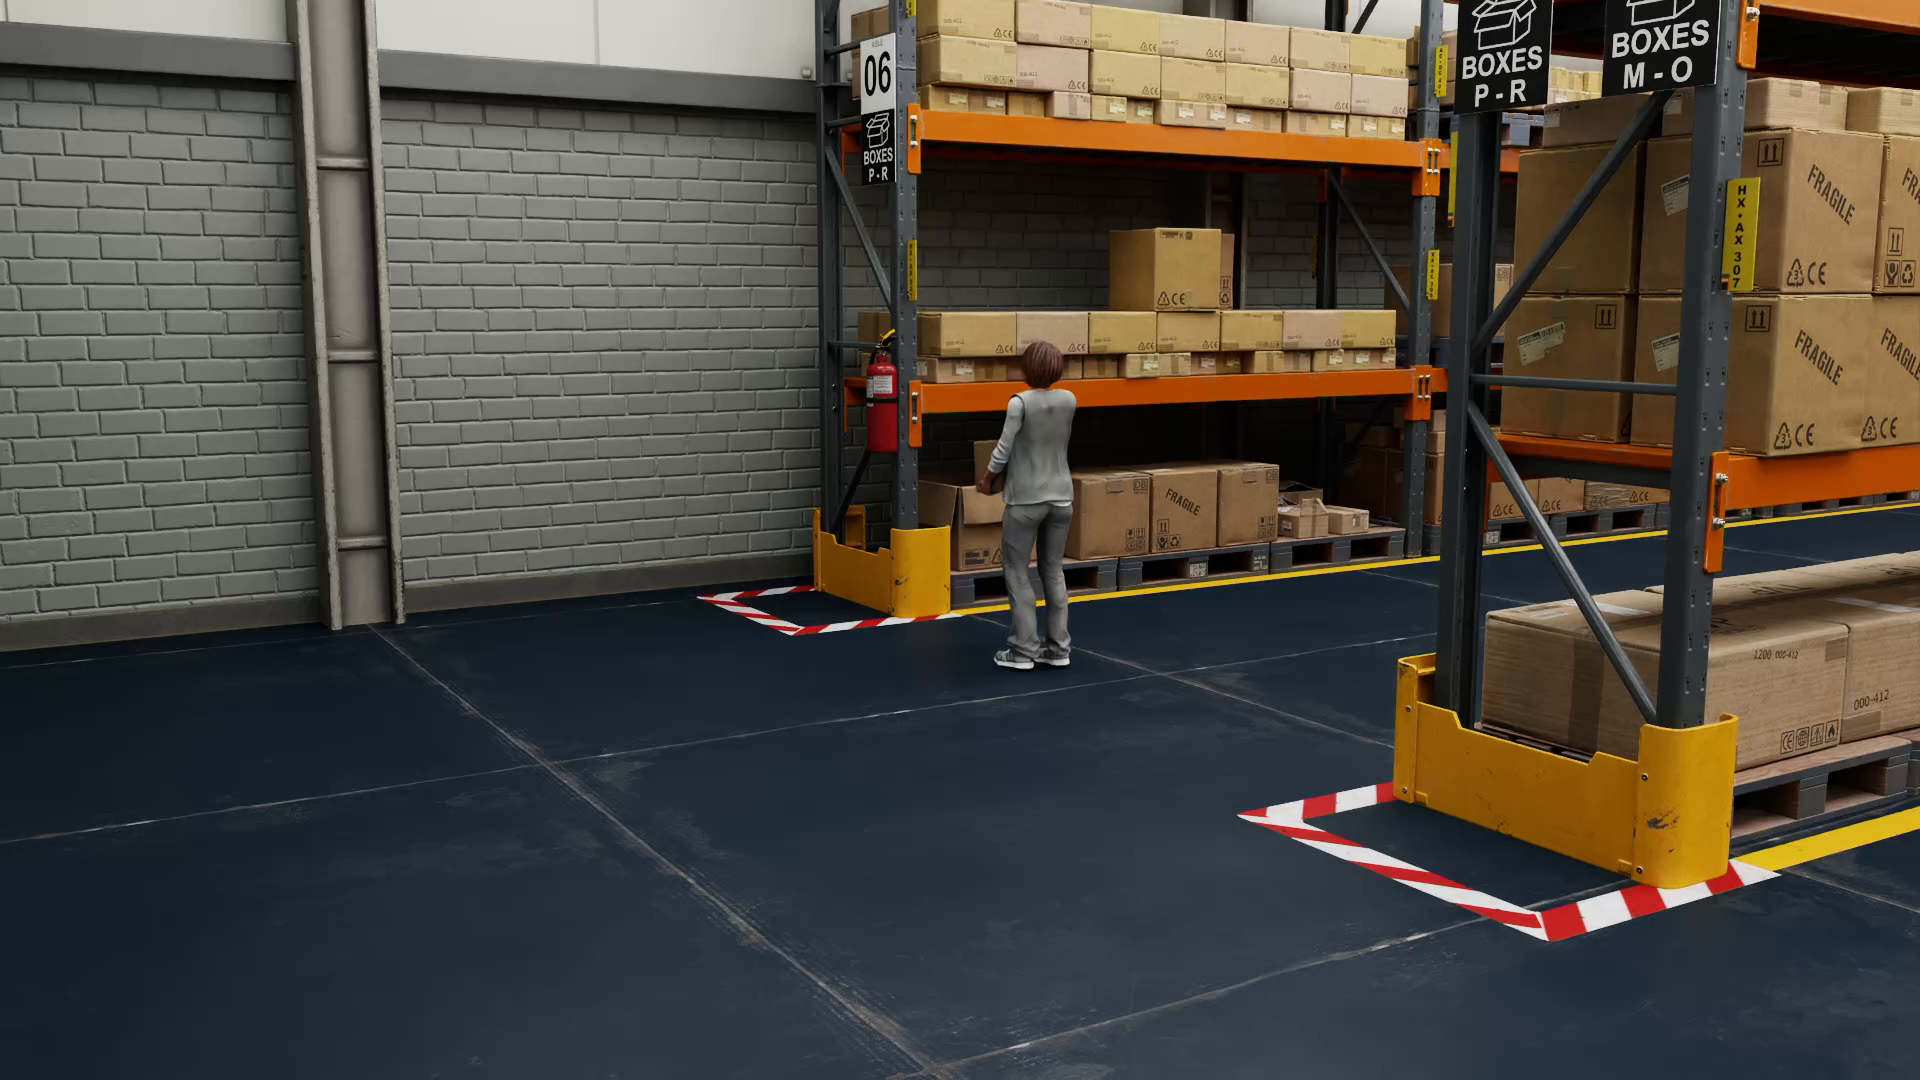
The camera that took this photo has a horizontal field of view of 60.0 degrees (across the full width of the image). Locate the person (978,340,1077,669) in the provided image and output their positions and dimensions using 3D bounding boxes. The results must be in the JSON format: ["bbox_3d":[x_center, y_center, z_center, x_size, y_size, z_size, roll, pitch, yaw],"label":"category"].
[{"bbox_3d":[0.329,-0.174,8.071,0.404,1.590,0.497,-5,10,-30],"label":"person"}]
